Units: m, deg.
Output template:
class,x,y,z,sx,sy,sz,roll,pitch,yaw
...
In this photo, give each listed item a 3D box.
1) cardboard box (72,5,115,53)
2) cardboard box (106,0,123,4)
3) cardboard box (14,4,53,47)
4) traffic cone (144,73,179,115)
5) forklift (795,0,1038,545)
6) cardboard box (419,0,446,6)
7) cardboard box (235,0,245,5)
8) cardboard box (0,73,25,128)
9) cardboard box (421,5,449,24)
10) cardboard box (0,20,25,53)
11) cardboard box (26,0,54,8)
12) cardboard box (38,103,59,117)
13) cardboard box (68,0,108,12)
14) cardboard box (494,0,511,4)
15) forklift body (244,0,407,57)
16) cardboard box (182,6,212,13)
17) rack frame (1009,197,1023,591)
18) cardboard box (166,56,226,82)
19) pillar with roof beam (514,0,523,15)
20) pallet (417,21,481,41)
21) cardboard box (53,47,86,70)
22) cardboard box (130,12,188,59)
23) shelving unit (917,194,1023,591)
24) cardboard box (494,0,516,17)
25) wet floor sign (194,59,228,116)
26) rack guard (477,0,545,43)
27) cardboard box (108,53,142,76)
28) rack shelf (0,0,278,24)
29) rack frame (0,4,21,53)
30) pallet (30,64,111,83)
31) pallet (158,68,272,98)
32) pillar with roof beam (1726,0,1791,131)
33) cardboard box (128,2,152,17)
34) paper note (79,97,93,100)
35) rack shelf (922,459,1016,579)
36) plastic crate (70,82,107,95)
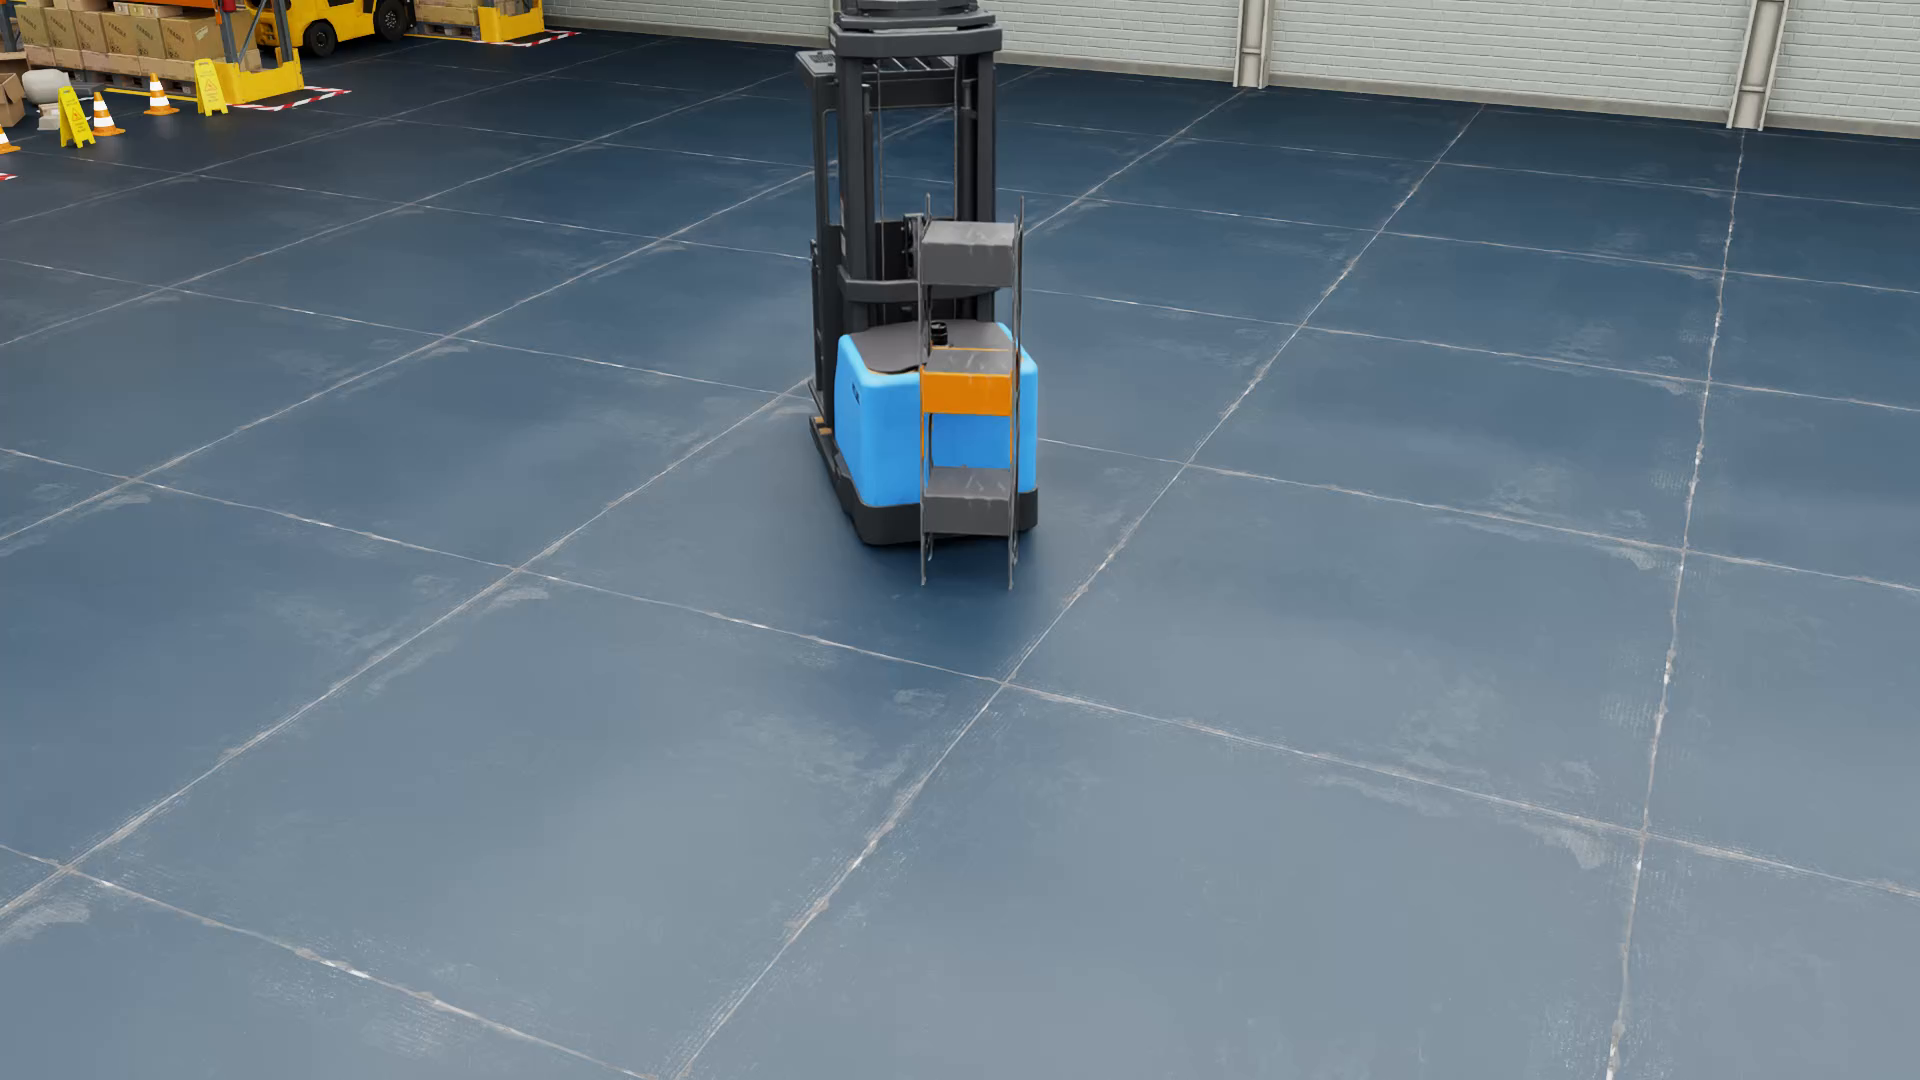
class,x,y,z,sx,sy,sz,roll,pitch,yaw
cardboard box,-11.136,-6.662,21.674,0.500,0.500,0.500,13,29,24
cardboard box,-11.411,-6.974,22.309,0.500,0.500,0.500,12,29,23
cardboard box,-12.099,-6.851,22.057,0.500,0.500,0.500,13,29,24
traffic cone,-9.809,-5.466,20.329,0.334,0.463,0.336,11,28,22
forklift,-0.381,-1.917,10.325,1.130,2.935,3.031,-6,27,-12
cardboard box,-7.856,-8.279,25.242,0.500,0.250,0.500,11,28,21
cardboard box,-11.656,-9.131,27.114,0.625,0.625,0.875,11,28,21
cardboard box,-11.530,-5.228,19.798,0.637,0.503,0.797,-7,27,-14
cardboard box,-7.839,-8.049,25.341,0.500,0.250,0.500,11,28,22
cardboard box,-13.003,-6.880,22.828,0.625,0.372,0.950,12,29,22
cardboard box,-12.010,-7.095,21.818,0.250,0.149,0.380,12,29,23
cardboard box,-10.912,-5.193,20.129,0.380,0.149,0.250,-18,31,-31
cardboard box,-11.295,-6.953,21.531,0.250,0.149,0.380,13,29,25
cardboard box,-7.174,-8.390,25.466,0.500,0.250,0.500,12,29,23
forklift body,-9.313,-8.273,24.119,1.214,2.155,2.313,11,28,22
cardboard box,-10.003,-6.692,21.735,0.500,0.500,0.500,10,28,20
rack frame,0.299,-0.747,8.890,0.015,2.100,0.400,3,26,6
cardboard box,-9.752,-6.043,21.266,0.500,0.250,0.500,11,28,22
pillar with roof beam,-8.875,-10.491,20.871,0.400,9.000,9.100,11,28,22
pallet,-7.545,-7.913,25.583,1.213,0.211,1.003,11,28,22
cardboard box,-11.608,-6.421,22.034,0.500,0.250,0.500,13,29,25
cardboard box,-10.197,-6.471,21.287,0.500,0.500,0.500,12,29,24
shelving unit,0.057,-0.758,8.913,0.503,2.100,0.431,3,26,6
cardboard box,-7.198,-8.164,25.574,0.500,0.250,0.500,11,28,22
wet floor sign,-9.153,-5.523,20.238,0.232,0.644,0.267,23,35,39
rack guard,-6.810,-7.915,25.261,0.348,0.500,1.175,11,28,22
cardboard box,-10.677,-6.230,21.646,0.500,0.250,0.500,10,28,20
rack shelf,-10.704,-7.087,21.564,4.000,0.370,1.077,11,28,22
rack frame,-12.524,-7.776,22.148,0.127,3.000,1.000,11,28,22
pallet,-11.898,-6.416,22.543,1.213,0.211,1.003,11,28,22
pallet,-9.677,-5.970,21.637,1.213,0.211,1.003,11,28,22
pillar with roof beam,7.511,-7.200,14.186,0.400,9.000,9.100,11,28,22
cardboard box,-10.310,-6.756,21.130,0.250,0.149,0.380,12,29,23
paper note,-11.092,-5.605,21.101,0.148,0.019,0.142,2,26,4
rack shelf,0.057,-0.118,9.229,0.480,0.518,0.431,3,26,6
plastic crate,-11.435,-5.849,21.540,0.583,0.080,0.402,2,26,4
